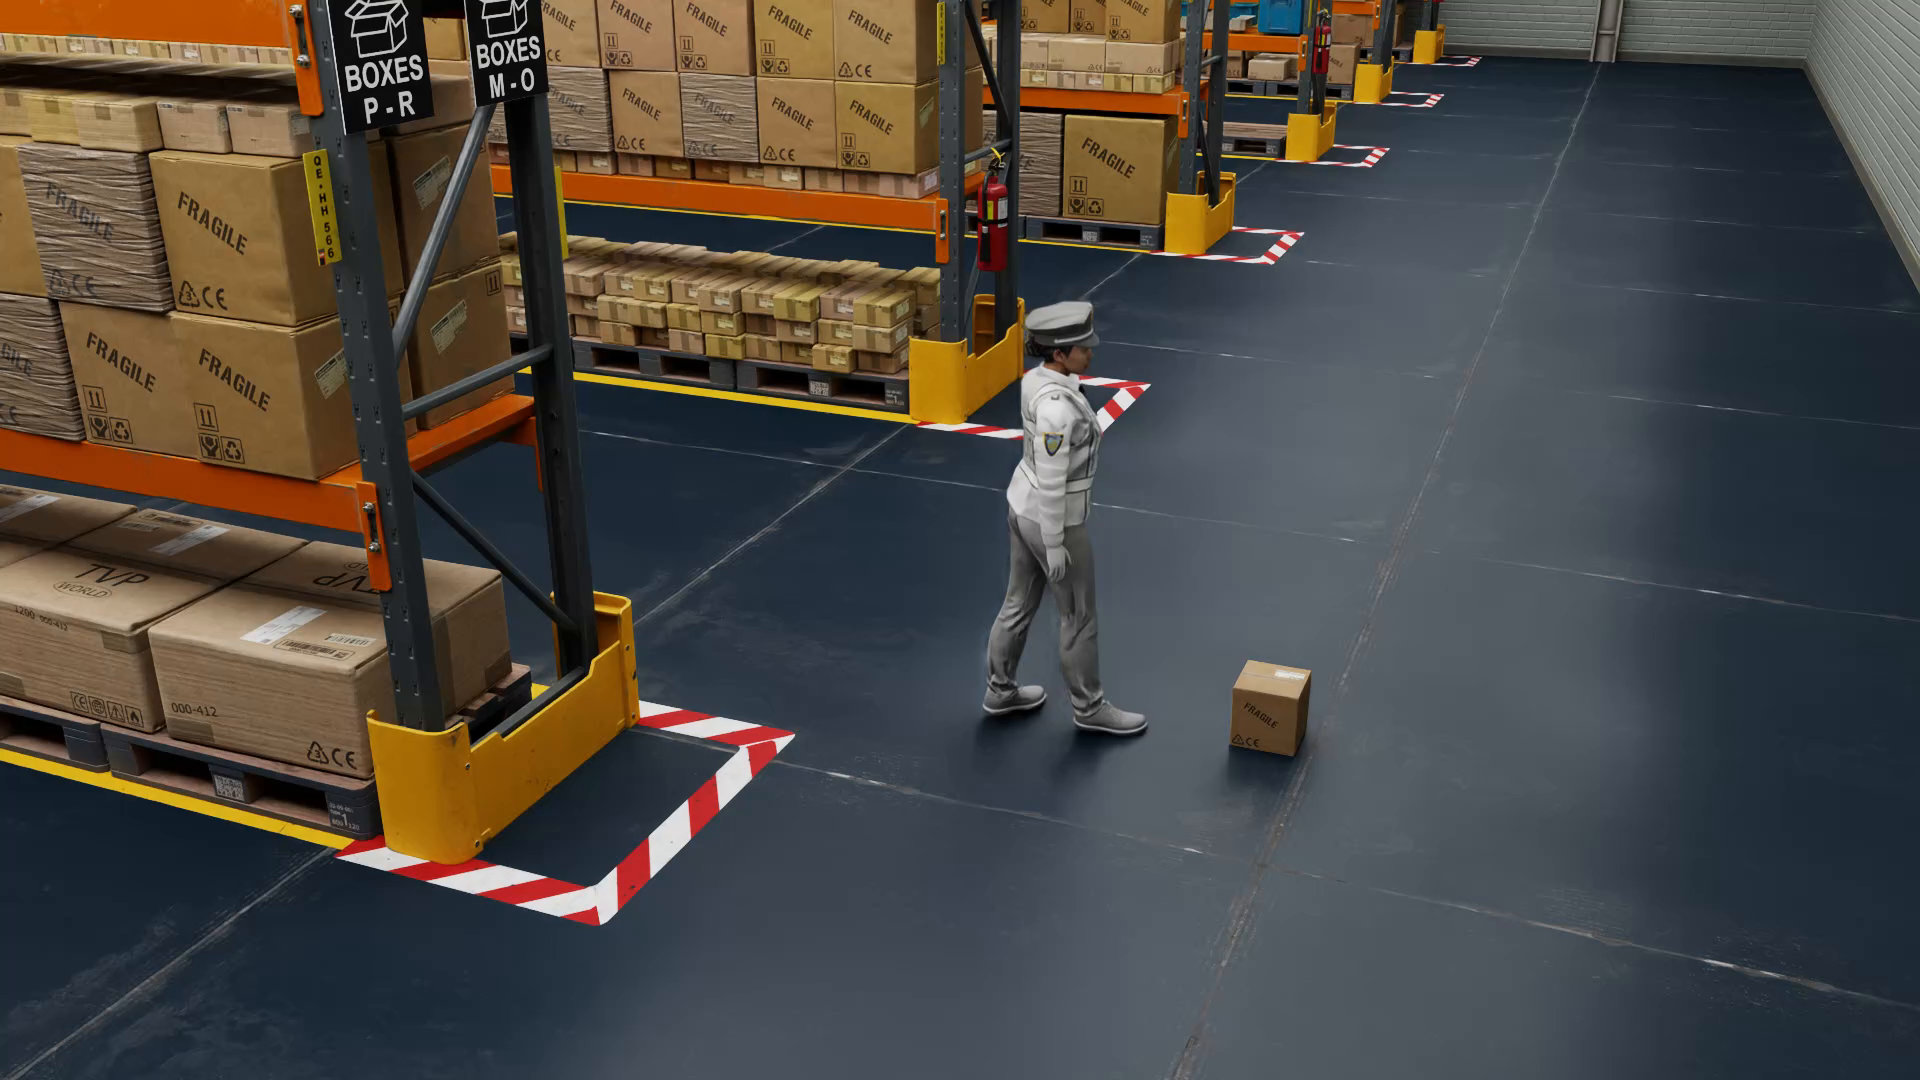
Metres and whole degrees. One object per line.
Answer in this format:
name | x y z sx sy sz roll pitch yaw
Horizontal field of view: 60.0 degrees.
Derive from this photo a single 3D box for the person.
person | 0.398 -0.078 6.241 0.607 1.668 0.486 -5 23 -11
